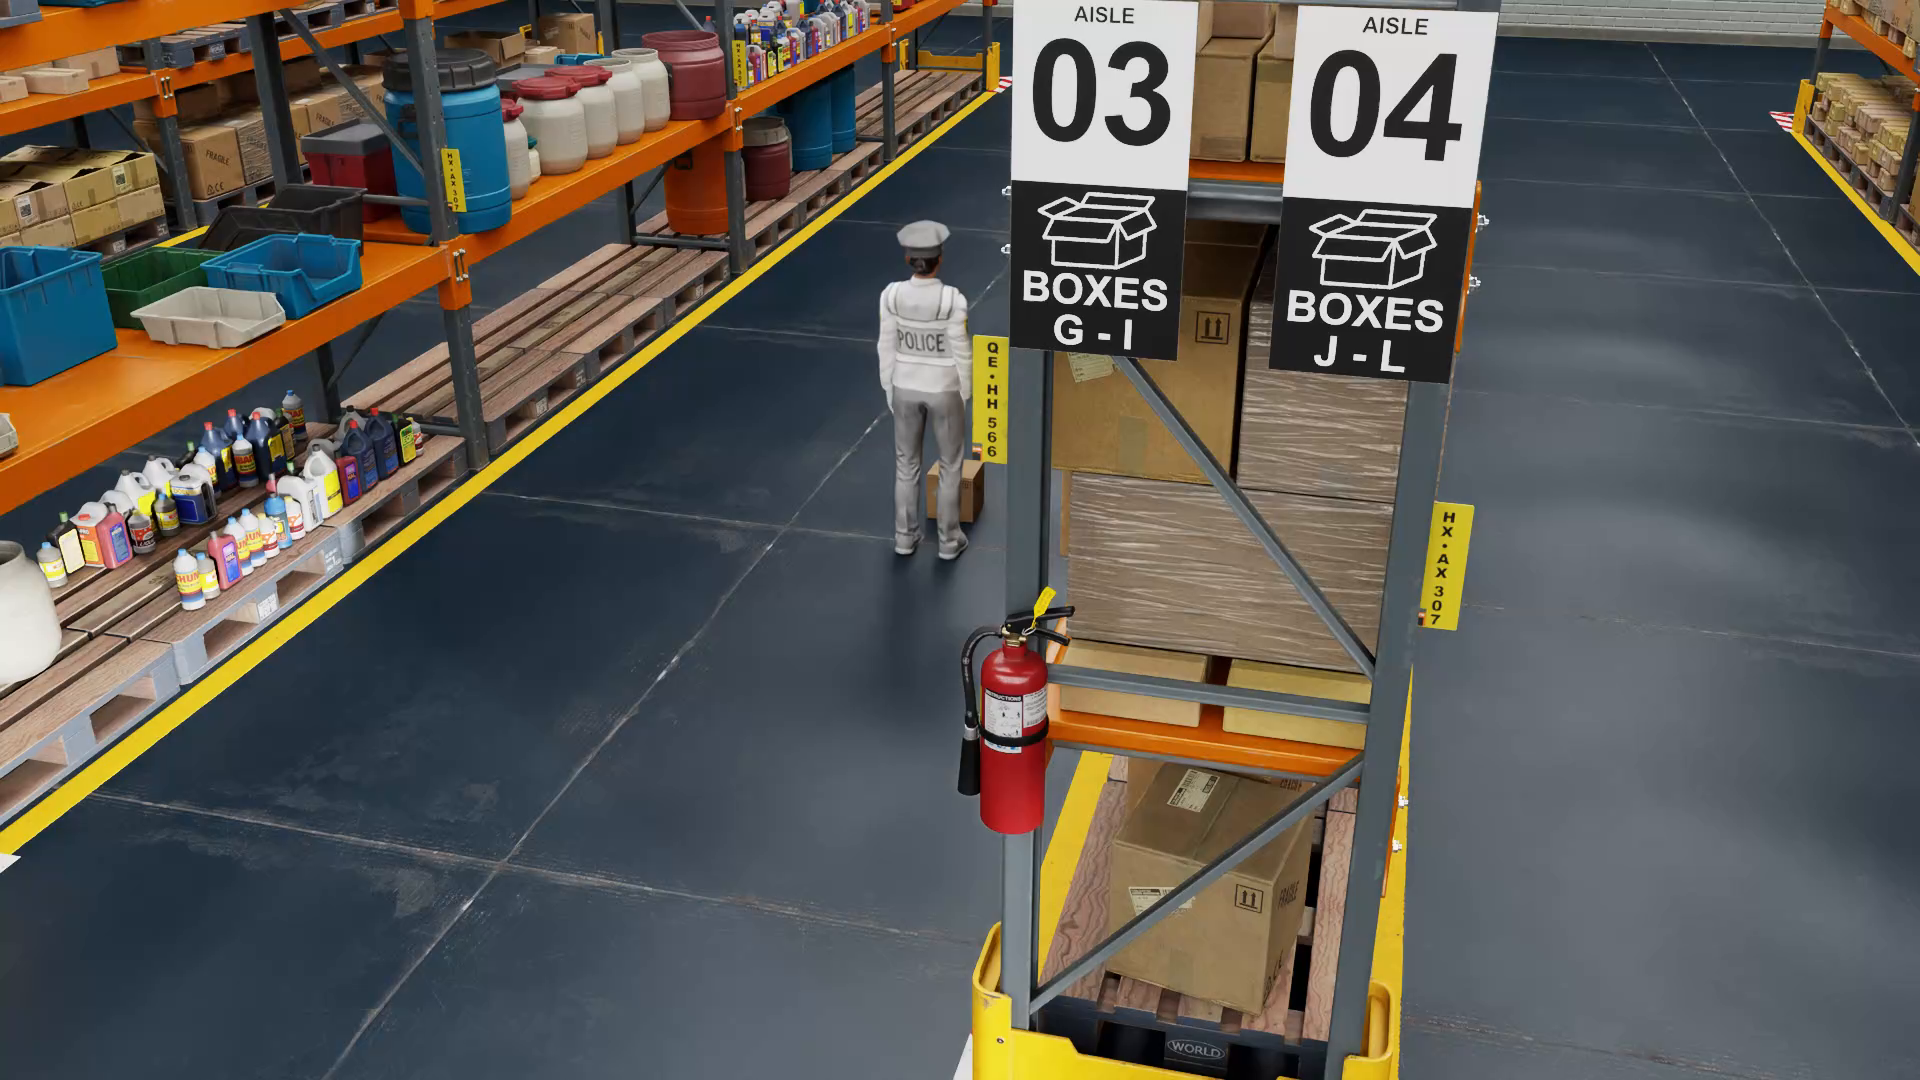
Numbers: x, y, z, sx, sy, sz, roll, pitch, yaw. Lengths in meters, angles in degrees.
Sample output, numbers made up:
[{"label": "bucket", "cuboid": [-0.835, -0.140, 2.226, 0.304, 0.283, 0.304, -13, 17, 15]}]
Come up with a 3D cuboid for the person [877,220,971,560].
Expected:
[{"label": "person", "cuboid": [-0.162, -0.716, 8.107, 0.467, 1.673, 0.330, 7, 26, 14]}]
